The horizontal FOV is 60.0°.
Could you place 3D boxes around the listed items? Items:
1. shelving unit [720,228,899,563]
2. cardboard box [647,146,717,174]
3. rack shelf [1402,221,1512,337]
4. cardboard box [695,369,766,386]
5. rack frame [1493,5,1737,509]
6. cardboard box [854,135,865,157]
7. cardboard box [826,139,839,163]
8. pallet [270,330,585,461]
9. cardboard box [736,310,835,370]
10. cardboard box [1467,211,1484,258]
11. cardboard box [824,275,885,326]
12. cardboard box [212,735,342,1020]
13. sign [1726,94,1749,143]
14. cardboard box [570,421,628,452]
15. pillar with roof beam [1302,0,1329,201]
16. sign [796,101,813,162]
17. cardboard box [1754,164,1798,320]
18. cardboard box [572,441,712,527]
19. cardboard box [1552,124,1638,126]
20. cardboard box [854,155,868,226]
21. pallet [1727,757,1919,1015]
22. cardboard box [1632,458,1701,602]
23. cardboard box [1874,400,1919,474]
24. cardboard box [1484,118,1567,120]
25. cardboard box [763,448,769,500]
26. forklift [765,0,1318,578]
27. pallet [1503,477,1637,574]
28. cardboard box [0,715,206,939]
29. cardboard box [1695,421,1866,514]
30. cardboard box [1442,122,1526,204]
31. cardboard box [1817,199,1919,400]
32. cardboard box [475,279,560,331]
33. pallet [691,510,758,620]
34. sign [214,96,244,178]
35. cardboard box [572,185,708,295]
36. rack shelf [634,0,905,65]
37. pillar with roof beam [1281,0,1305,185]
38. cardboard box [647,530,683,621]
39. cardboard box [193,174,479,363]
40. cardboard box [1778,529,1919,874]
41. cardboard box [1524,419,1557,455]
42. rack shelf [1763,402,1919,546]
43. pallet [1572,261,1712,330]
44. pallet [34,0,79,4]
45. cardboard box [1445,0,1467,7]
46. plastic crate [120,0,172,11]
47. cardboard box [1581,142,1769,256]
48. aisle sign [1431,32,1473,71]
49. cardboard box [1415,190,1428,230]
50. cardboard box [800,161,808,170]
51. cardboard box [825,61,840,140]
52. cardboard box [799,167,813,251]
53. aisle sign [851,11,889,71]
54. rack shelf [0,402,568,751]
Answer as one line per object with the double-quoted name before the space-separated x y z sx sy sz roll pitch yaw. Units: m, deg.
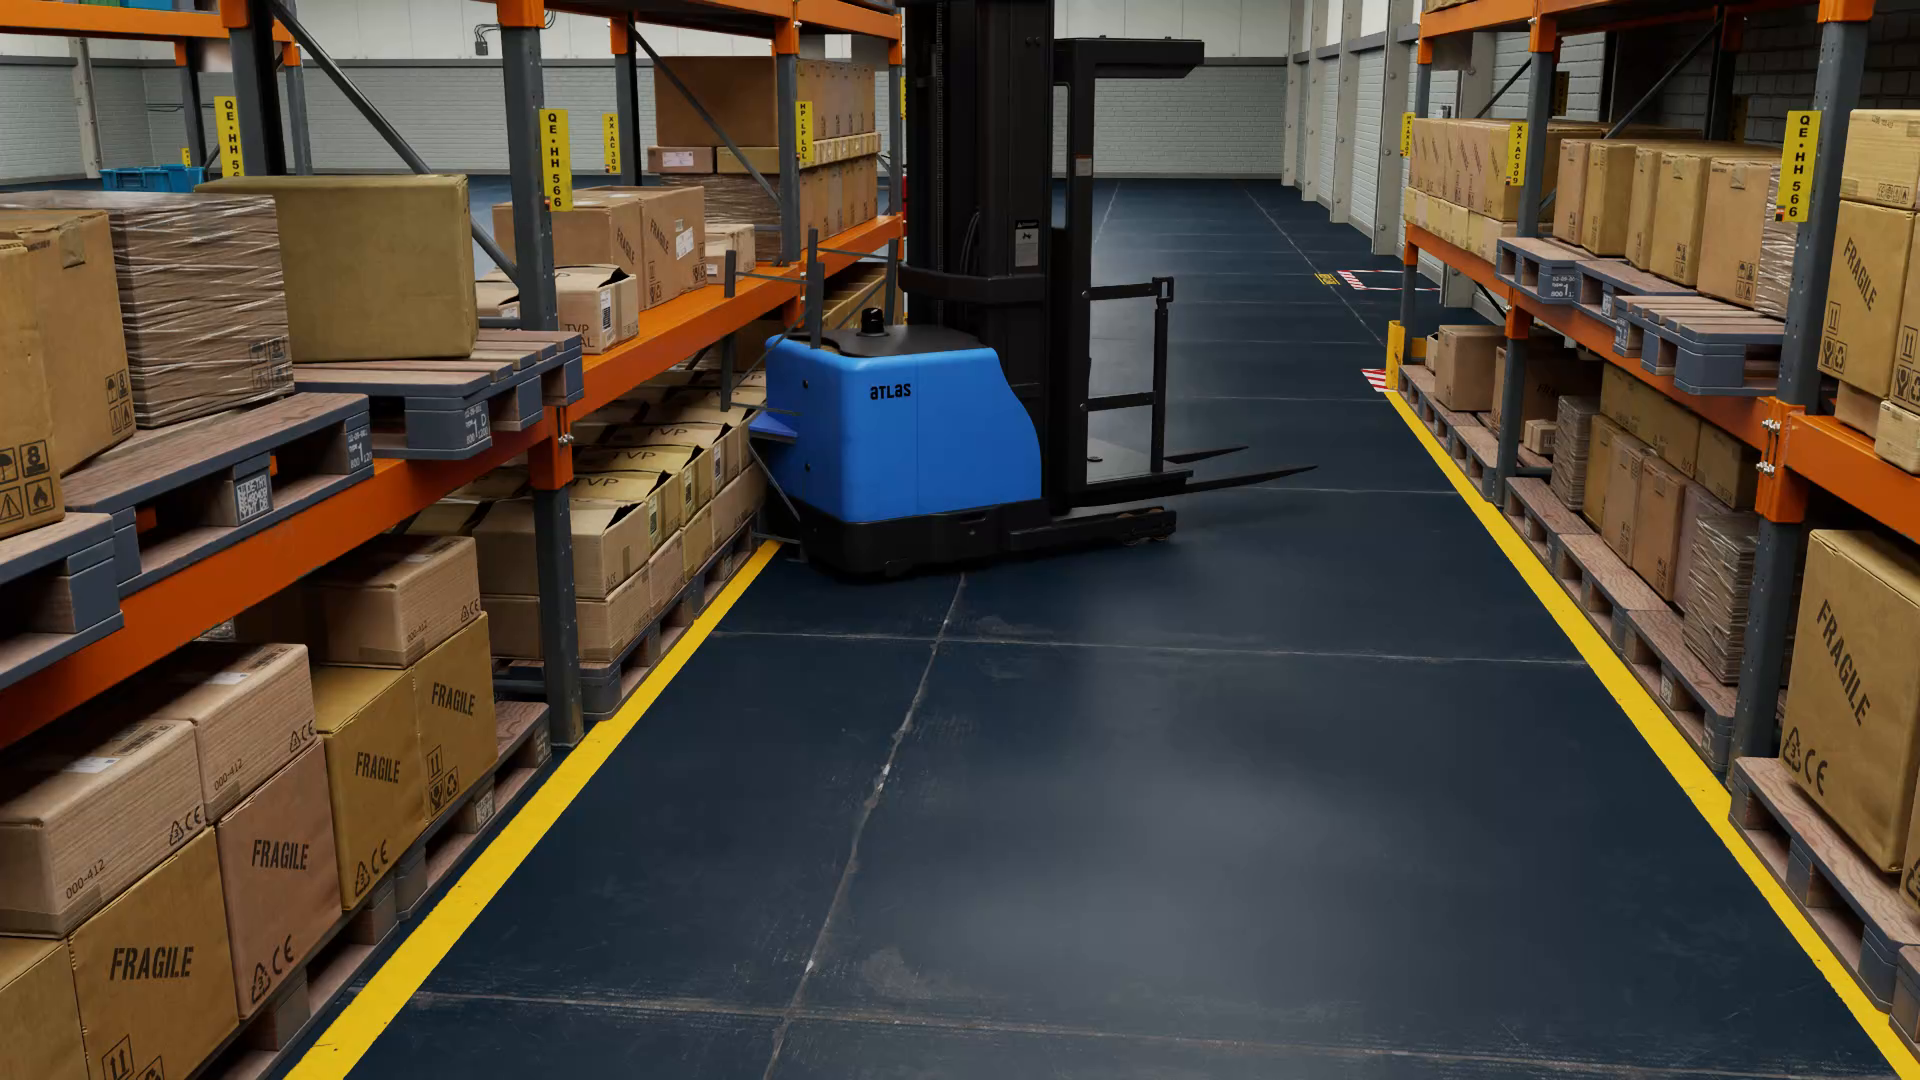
"shelving unit" -0.778 -0.770 8.564 0.538 1.500 1.048 10 19 16
"cardboard box" -1.593 -2.208 9.646 0.380 0.149 0.250 2 15 6
"rack shelf" 3.738 -1.796 10.936 1.077 0.370 4.000 2 15 6
"cardboard box" -1.171 -0.802 9.271 0.500 0.311 0.500 2 15 6
"rack frame" 3.512 -1.625 8.923 1.000 3.000 0.127 2 15 6
"cardboard box" -0.900 -2.864 12.074 0.380 0.149 0.250 2 15 7
"cardboard box" -1.017 -2.597 11.084 0.380 0.149 0.250 2 15 6
"pallet" -1.869 -0.462 4.990 1.213 0.211 1.003 2 15 6
"cardboard box" -1.047 -1.118 10.076 0.500 0.500 0.500 2 15 6
"cardboard box" 3.329 -1.823 9.905 0.500 0.250 0.500 2 15 7
"cardboard box" -0.822 -1.637 11.995 0.500 0.500 0.500 2 15 6
"cardboard box" -1.846 0.782 3.969 0.500 0.500 0.500 1 15 4
"sign" 4.064 -2.168 8.715 0.100 0.325 0.005 2 15 6
"cardboard box" -1.877 -0.417 7.846 0.500 0.311 0.500 2 15 8
"pillar with roof beam" 3.174 -11.702 34.700 9.100 9.000 0.400 2 15 6
"sign" -0.870 -2.277 9.269 0.100 0.325 0.005 2 15 6
"cardboard box" 3.104 -0.970 5.468 0.700 0.500 0.500 0 15 0
"cardboard box" -1.400 -0.274 7.318 0.500 0.311 0.500 1 15 5
"cardboard box" 3.896 -2.303 10.244 0.500 0.500 0.500 2 15 8
"cardboard box" -1.079 -2.598 12.332 0.700 0.500 0.500 2 15 8
"pallet" 2.897 0.961 4.703 1.003 0.211 1.213 2 15 6
"cardboard box" 3.292 -0.041 7.013 0.700 0.500 0.500 2 15 6
"cardboard box" 2.642 -0.265 4.340 0.380 0.149 0.250 2 15 8
"cardboard box" 4.121 -2.833 12.204 0.500 0.500 0.500 2 15 6
"cardboard box" -1.228 -0.398 8.849 0.500 0.250 0.500 1 15 5
"forklift" 0.540 -1.496 8.579 3.031 2.935 1.130 -9 17 -29
"pallet" 3.426 -0.076 8.540 1.003 0.211 1.213 2 15 6
"cardboard box" -1.904 0.560 3.354 0.500 0.250 0.500 2 15 6
"cardboard box" 3.217 -0.289 6.494 0.500 0.250 0.500 2 15 7
"cardboard box" 3.434 -2.450 10.790 0.500 0.500 0.500 2 15 8
"cardboard box" 2.752 -0.670 4.594 0.500 0.500 0.500 2 15 8
"cardboard box" -1.777 -0.782 5.978 0.500 0.311 0.500 3 15 10
"pallet" -1.590 0.086 7.939 1.003 0.211 1.213 2 15 6
"sign" -2.414 -1.306 5.529 0.100 0.325 0.005 2 15 6
"cardboard box" -1.573 -1.482 8.206 0.500 0.500 0.500 3 15 10
"rack shelf" -1.185 -3.389 11.080 1.077 0.370 4.000 2 15 6
"pillar with roof beam" 3.852 -13.259 40.455 9.100 9.000 0.400 2 15 6
"cardboard box" -1.455 0.135 6.879 0.500 0.250 0.500 1 15 5
"cardboard box" -1.821 -0.816 4.939 0.700 0.500 0.500 -3 16 -13
"cardboard box" 2.847 0.435 4.621 0.750 0.750 0.750 1 15 6
"cardboard box" 3.543 -0.609 9.752 0.380 0.166 0.250 0 15 -1
"rack shelf" 2.835 0.279 3.262 1.077 0.370 4.000 2 15 6
"pallet" 3.243 -1.009 7.015 1.003 0.211 1.213 2 15 6
"pallet" -6.347 -3.463 10.338 1.213 0.211 1.003 2 15 6
"cardboard box" 3.527 -3.815 11.050 0.500 0.500 0.500 2 15 9
"plastic crate" -5.796 -3.891 11.588 0.392 0.384 0.575 2 15 6
"cardboard box" 3.350 -1.609 7.833 0.700 0.500 0.500 3 15 12
"aisle sign" 3.673 -3.944 12.522 0.394 0.787 0.004 2 15 6
"cardboard box" 3.548 -2.347 11.844 0.500 0.250 0.500 1 15 5
"cardboard box" -1.132 -2.327 10.087 0.380 0.149 0.250 1 15 5
"cardboard box" -1.197 -2.950 11.147 0.700 0.500 0.500 2 15 6
"cardboard box" -1.314 -2.070 10.379 0.700 0.500 0.500 2 15 6
"aisle sign" -0.660 -4.070 12.988 0.394 0.787 0.004 2 15 6
"rack shelf" -2.088 0.134 3.798 1.077 0.370 4.000 2 15 6
